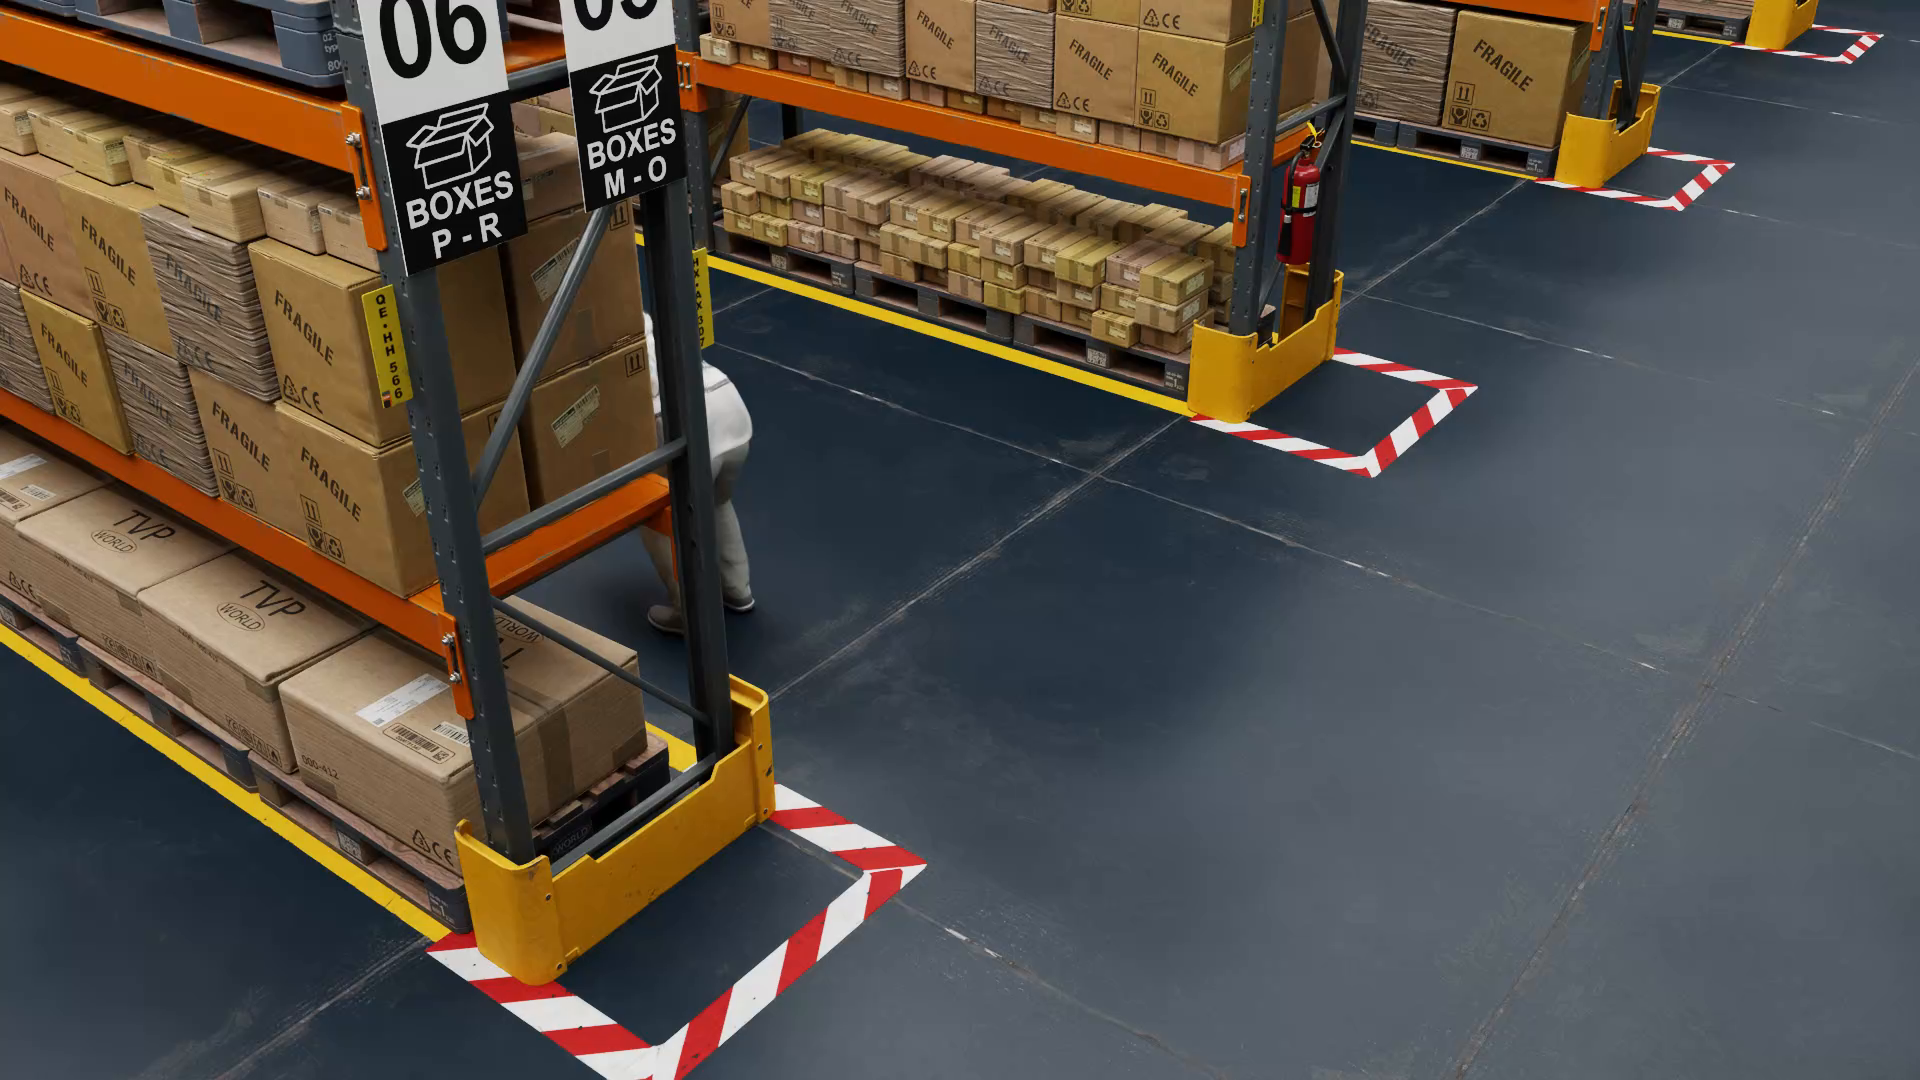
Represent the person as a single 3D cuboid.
[{"bbox_3d":[-1.290,-0.365,7.017,0.919,1.477,0.476,20,36,30],"label":"person"}]
